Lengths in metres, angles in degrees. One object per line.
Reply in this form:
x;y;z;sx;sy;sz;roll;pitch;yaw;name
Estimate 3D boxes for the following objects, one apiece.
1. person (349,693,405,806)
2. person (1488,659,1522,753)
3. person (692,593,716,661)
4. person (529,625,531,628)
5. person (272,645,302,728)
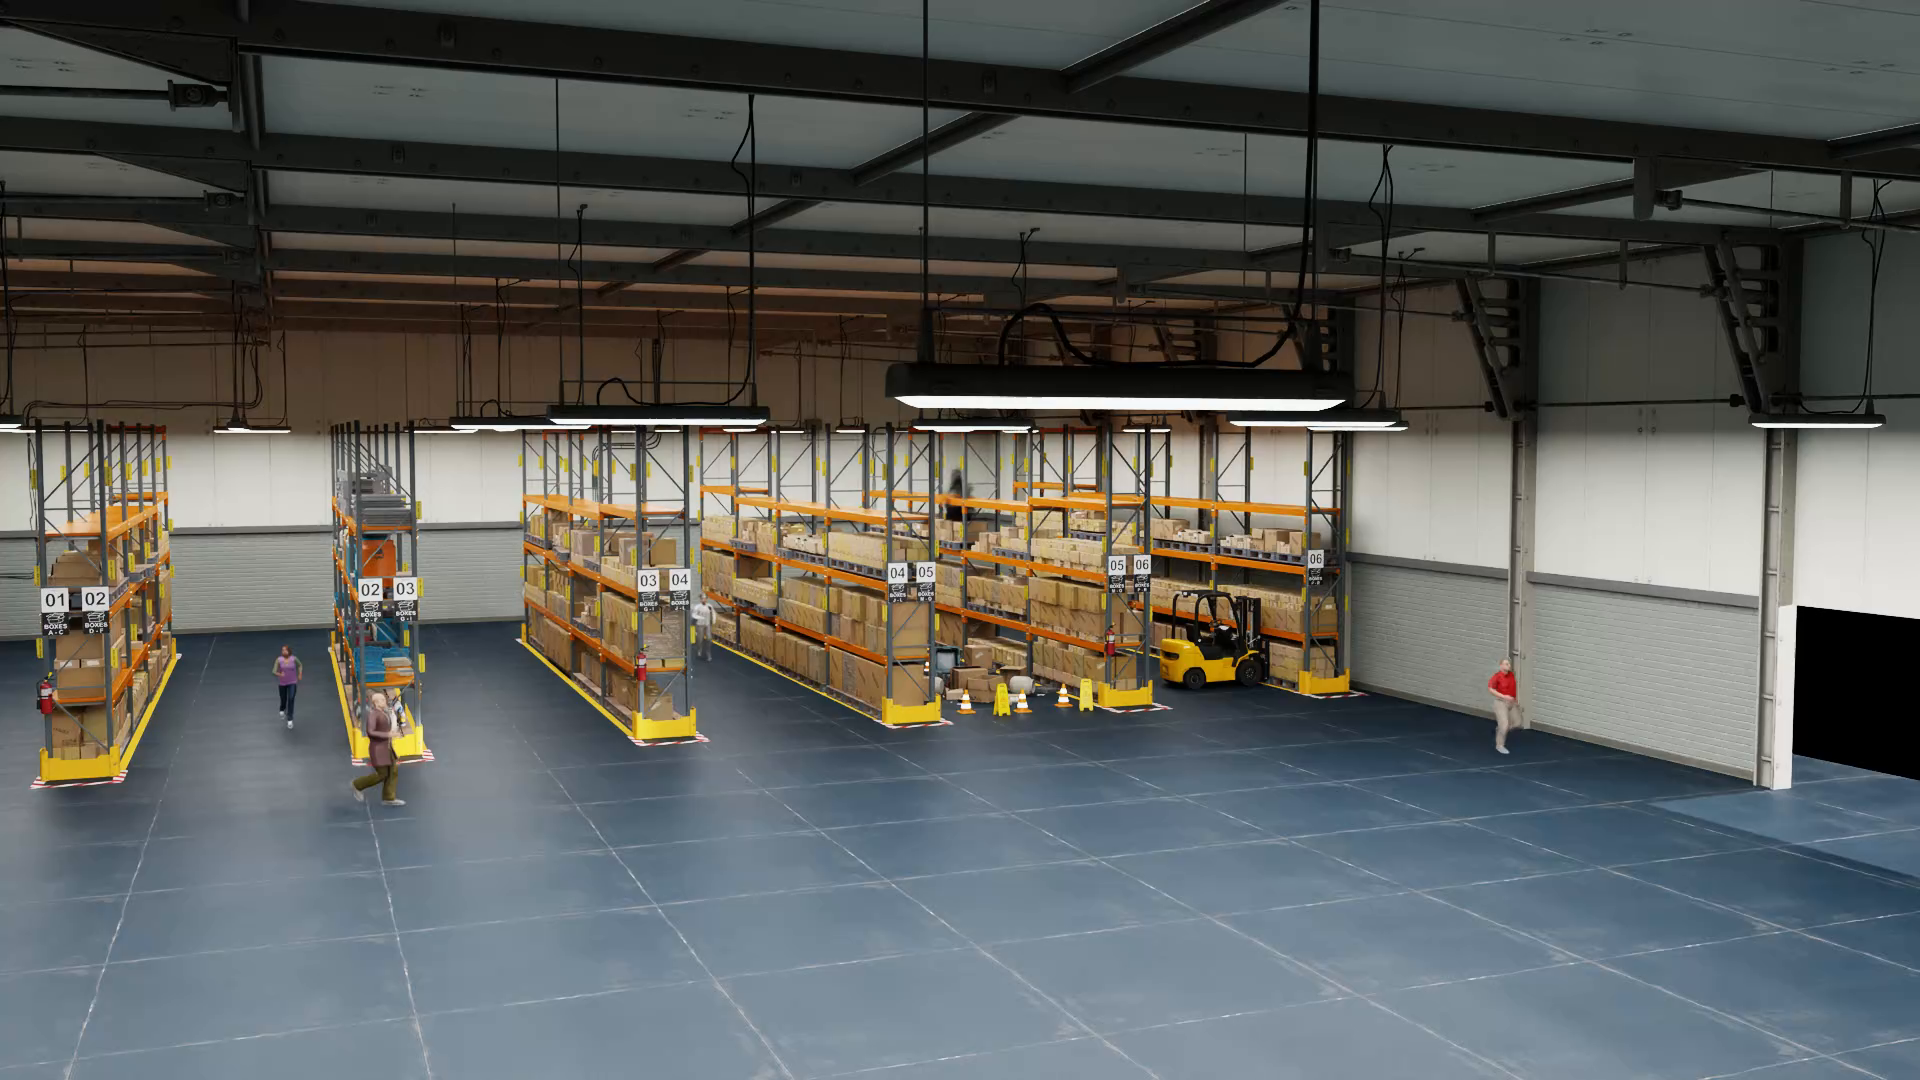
-8.999;3.236;25.683;0.834;1.746;0.718;0;4;0;person
9.886;2.999;30.145;0.705;1.693;0.611;-2;4;-28;person
-6.549;2.233;42.589;0.631;1.770;0.739;-1;4;-21;person
-11.943;1.908;47.706;0.855;1.722;0.565;0;4;-6;person
-13.308;2.873;32.924;0.551;1.593;0.886;-1;4;-20;person
